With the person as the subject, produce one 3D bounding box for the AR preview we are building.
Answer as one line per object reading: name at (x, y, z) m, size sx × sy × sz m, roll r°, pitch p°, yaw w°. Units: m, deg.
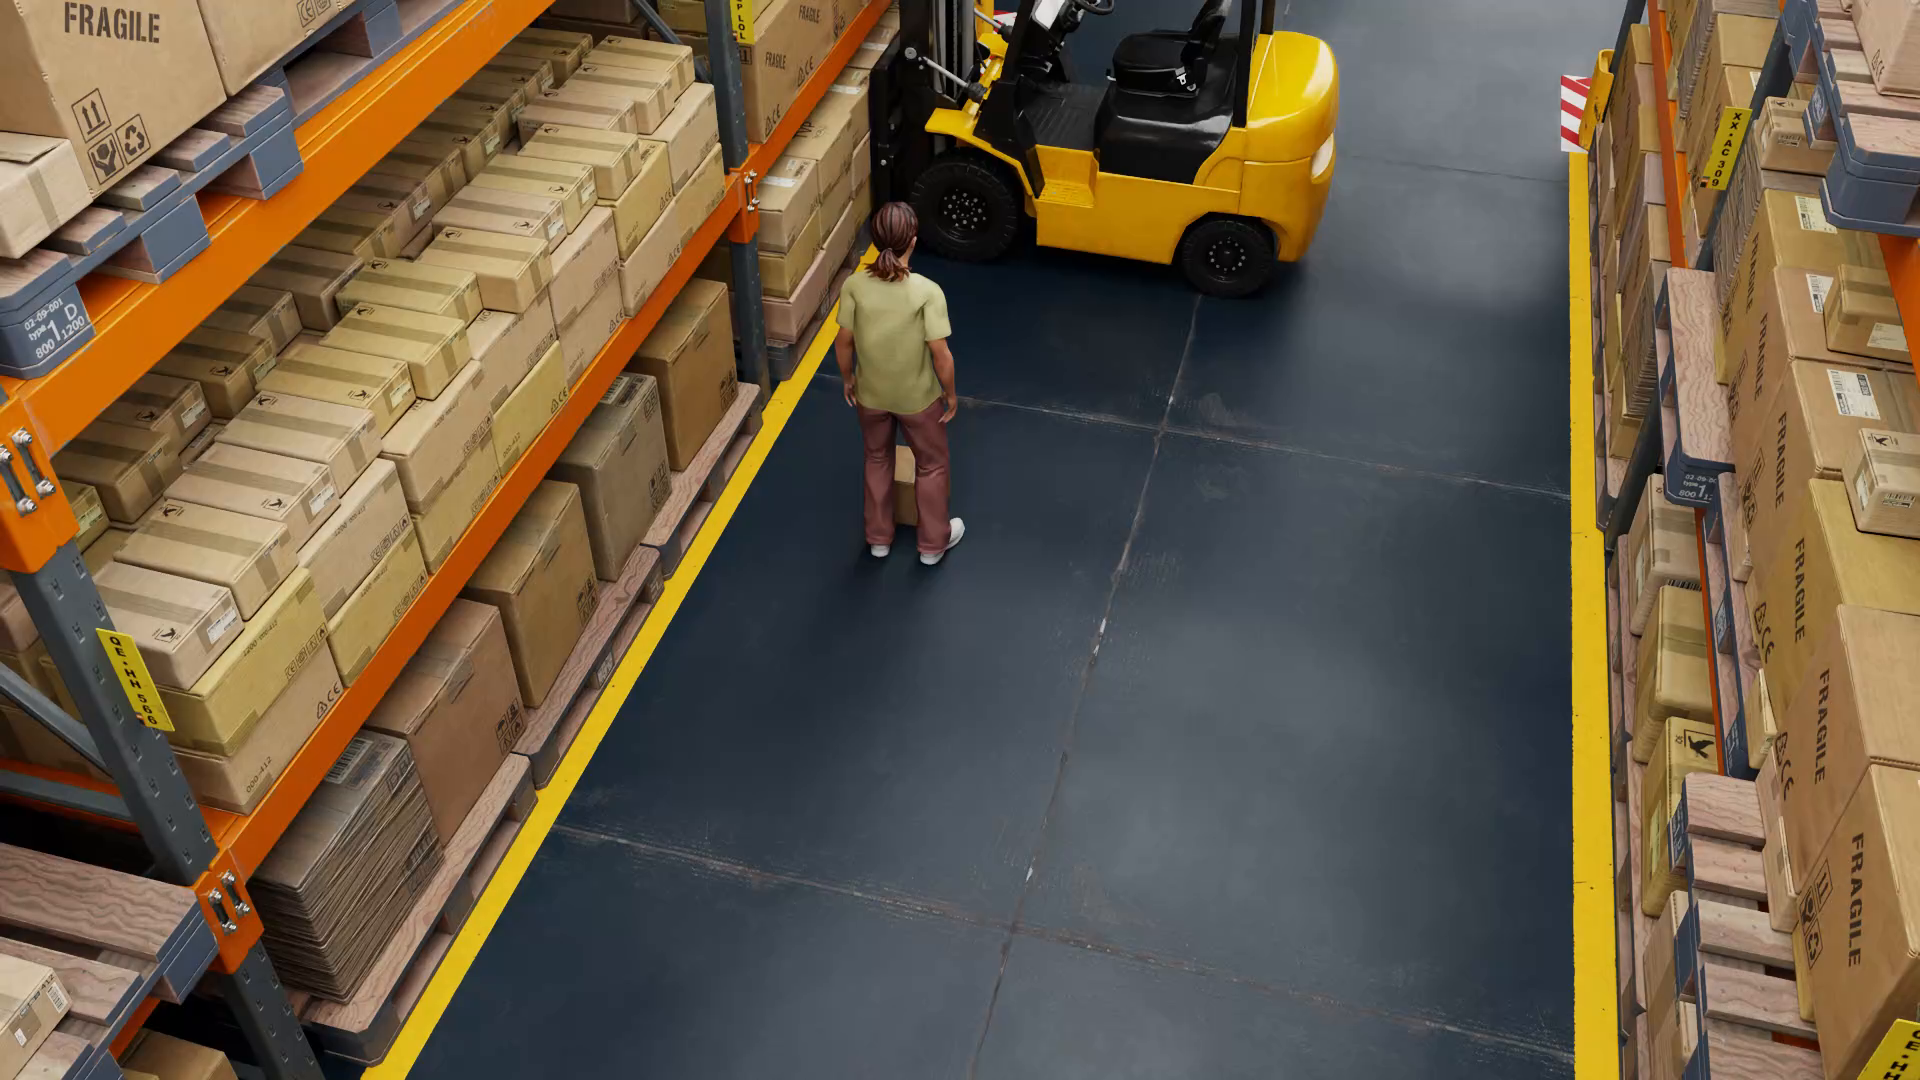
person at (-0.250, -0.525, 6.938) m, size 0.496 × 1.438 × 0.359 m, roll 10°, pitch 42°, yaw 11°
